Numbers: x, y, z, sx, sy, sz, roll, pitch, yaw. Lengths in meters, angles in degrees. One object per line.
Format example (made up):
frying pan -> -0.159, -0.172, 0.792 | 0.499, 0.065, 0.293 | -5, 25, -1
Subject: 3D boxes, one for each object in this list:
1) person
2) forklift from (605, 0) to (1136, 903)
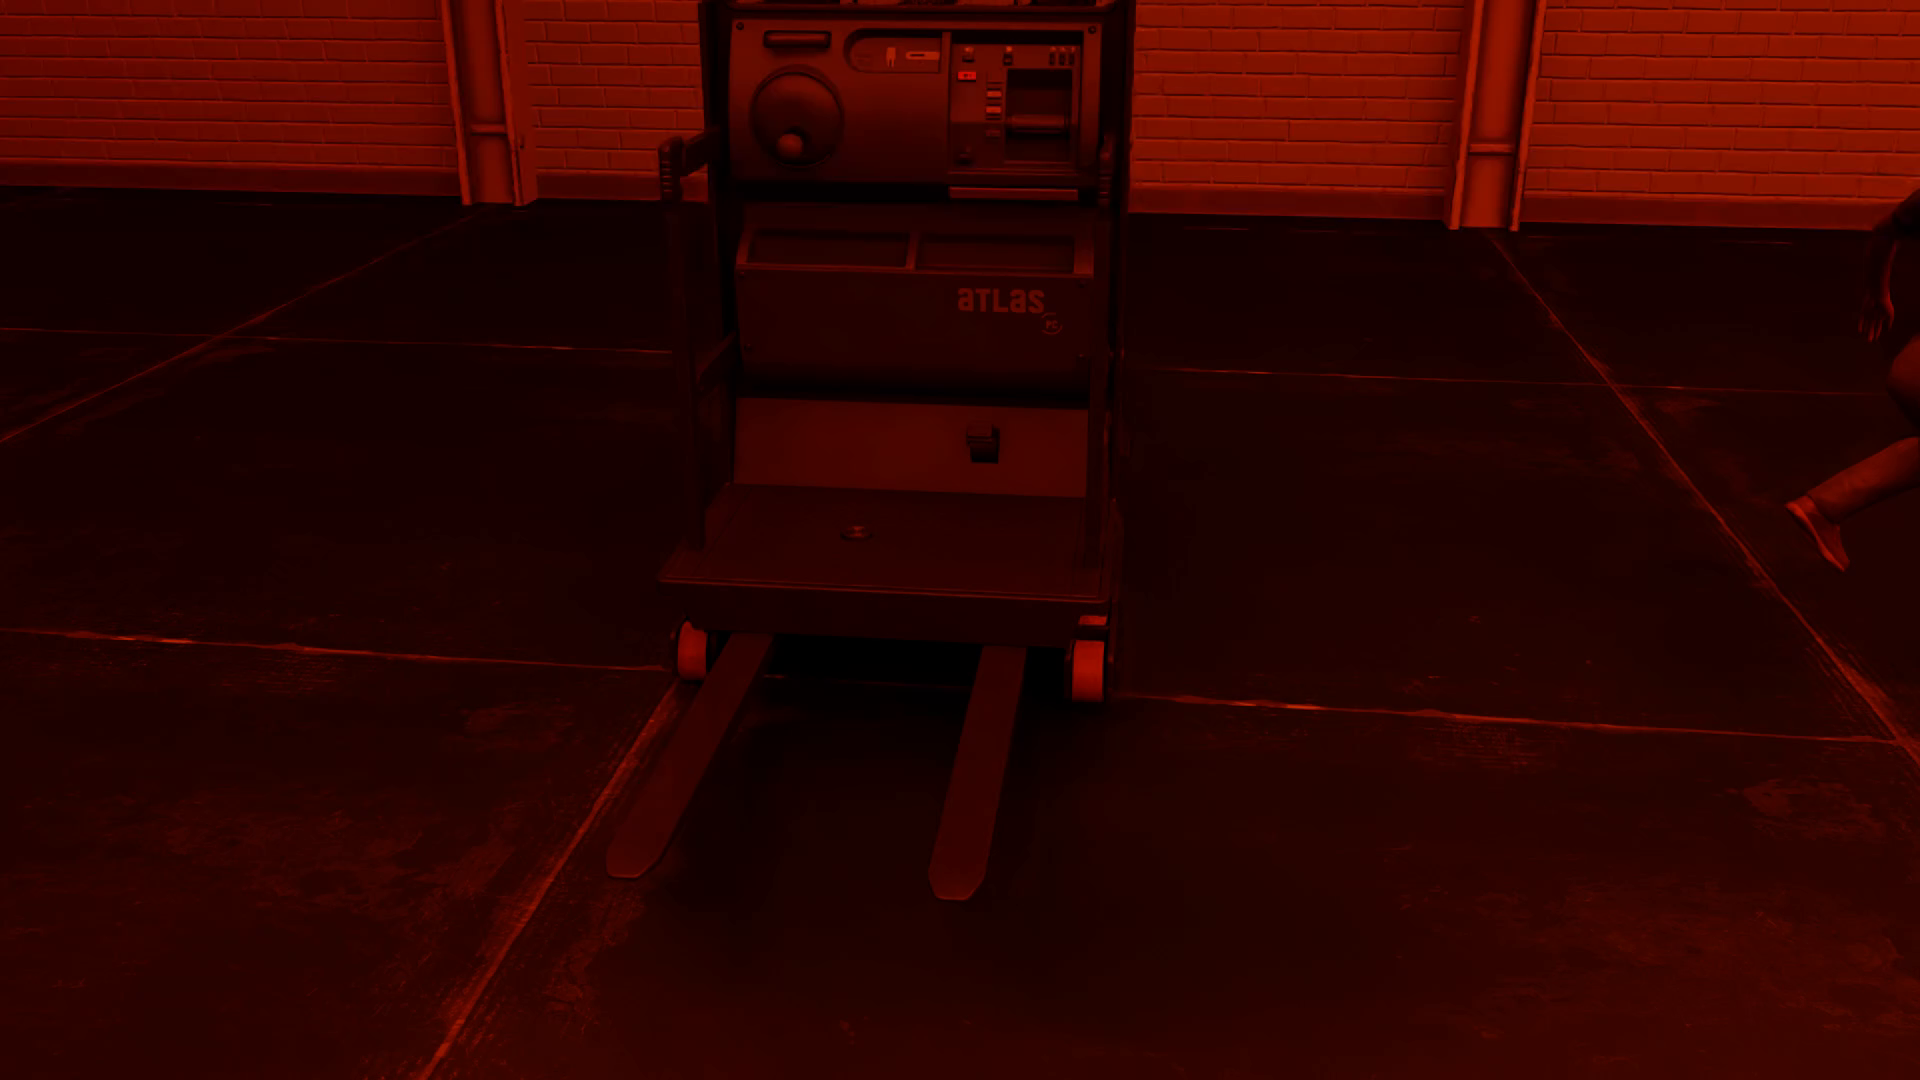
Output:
person -> 2.638, -0.399, 4.201 | 0.486, 1.545, 0.995 | -3, 22, -8
forklift -> -0.138, -1.084, 3.944 | 1.130, 2.935, 3.031 | 3, 22, 6
